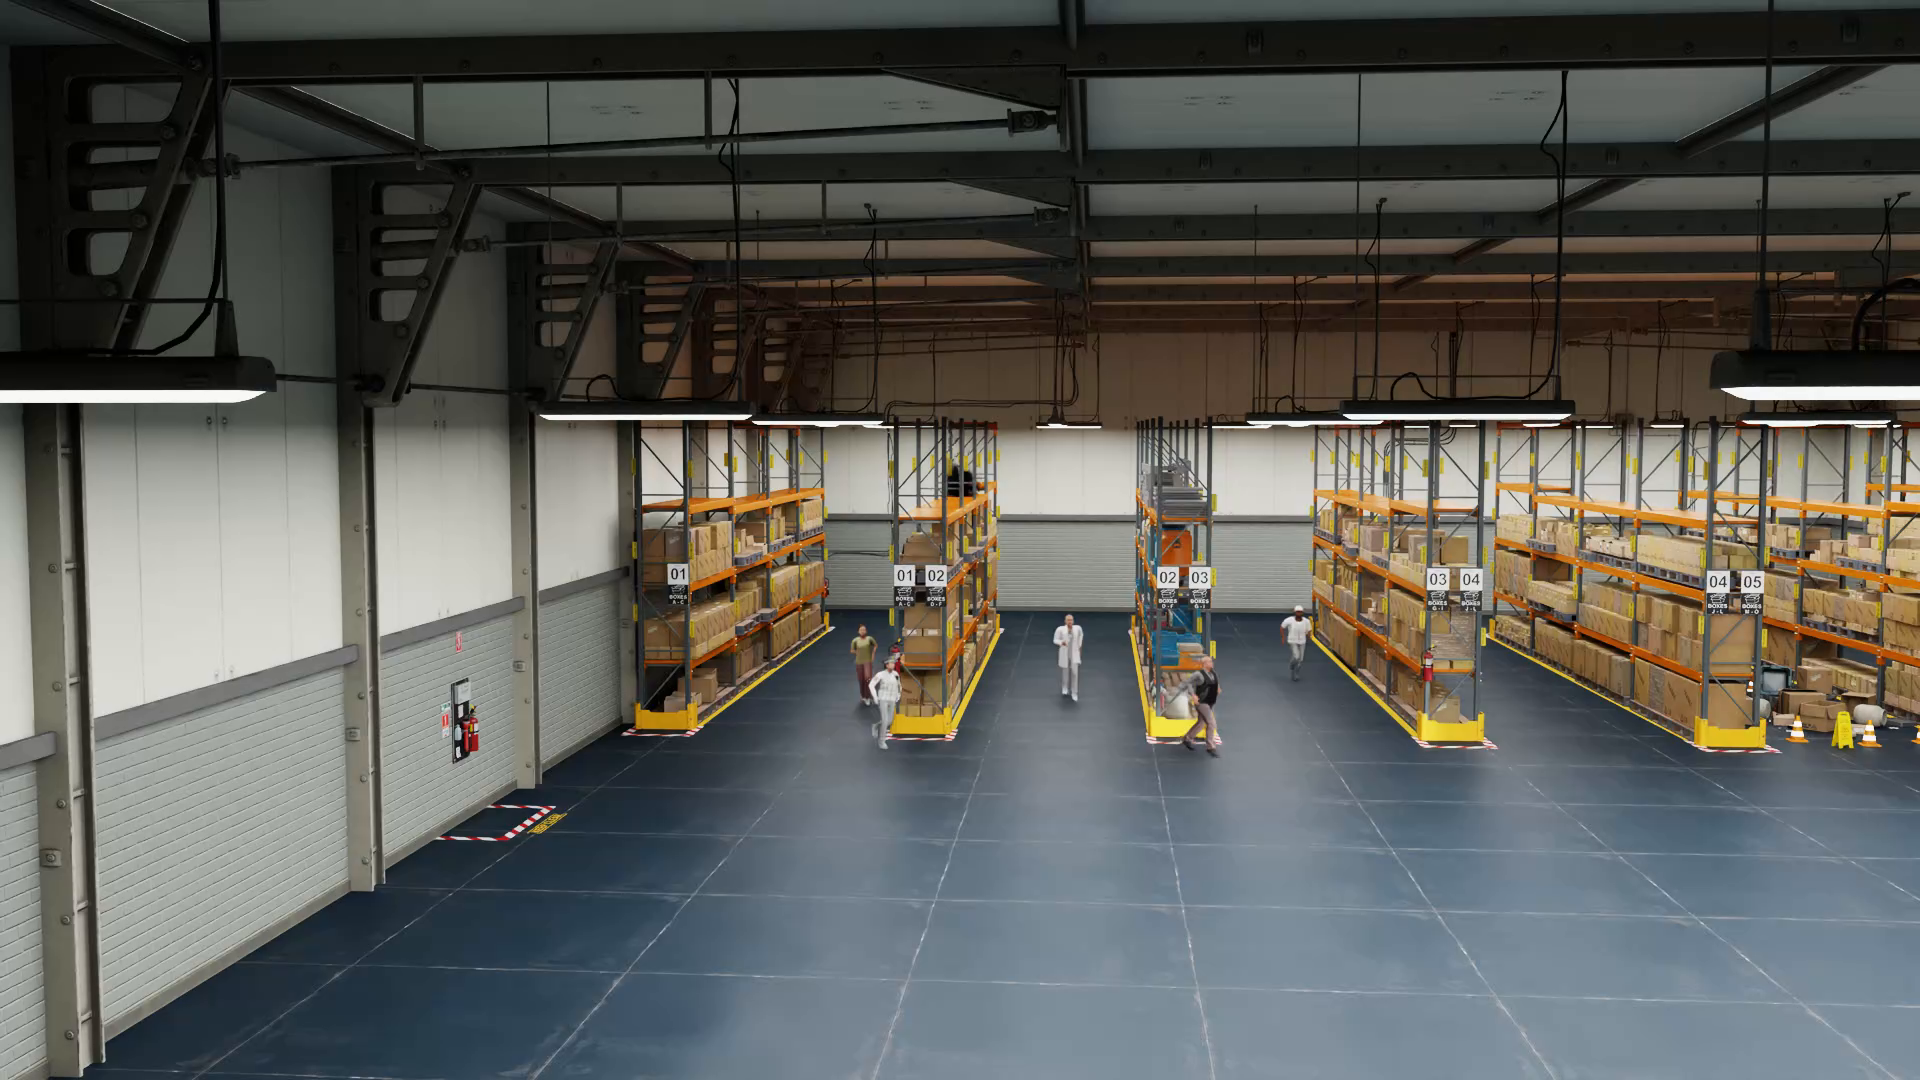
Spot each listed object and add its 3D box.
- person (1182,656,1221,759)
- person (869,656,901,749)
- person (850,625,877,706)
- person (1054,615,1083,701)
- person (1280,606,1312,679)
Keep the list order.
[{"bbox_3d":[4.328,2.927,29.451,0.846,1.756,0.652,3,5,38],"label":"person"},{"bbox_3d":[-1.354,2.946,30.350,0.659,1.675,0.659,-2,4,-33],"label":"person"},{"bbox_3d":[-2.023,2.621,34.864,0.556,1.710,0.711,0,4,2],"label":"person"},{"bbox_3d":[2.321,2.506,35.682,0.636,1.835,0.936,0,4,1],"label":"person"},{"bbox_3d":[7.731,2.357,38.090,0.680,1.716,0.720,-1,4,-8],"label":"person"}]
